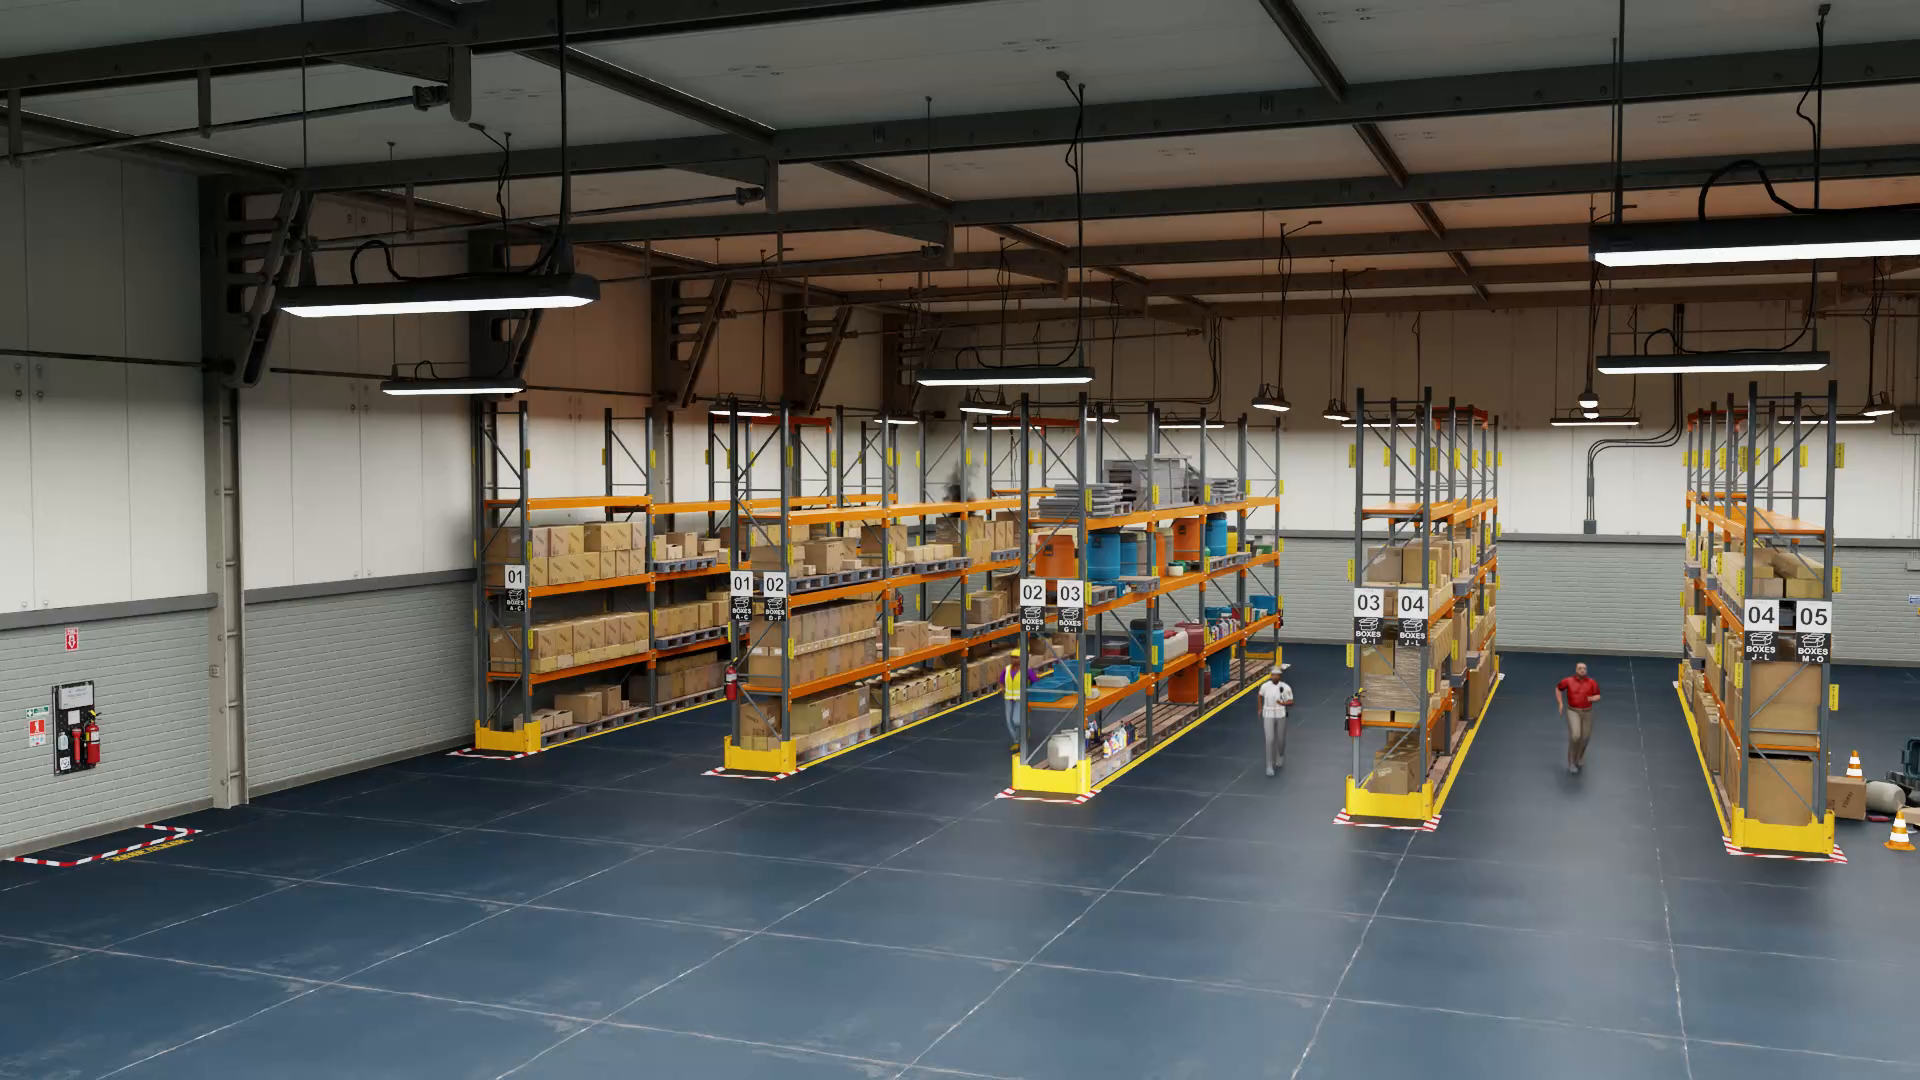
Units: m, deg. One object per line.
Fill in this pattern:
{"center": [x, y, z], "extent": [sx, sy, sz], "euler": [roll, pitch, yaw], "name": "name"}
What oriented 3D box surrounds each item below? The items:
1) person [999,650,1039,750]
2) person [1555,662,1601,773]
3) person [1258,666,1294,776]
{"center": [0.957, 2.750, 28.607], "extent": [0.698, 1.723, 0.579], "euler": [1, 3, 26], "name": "person"}
{"center": [9.948, 2.855, 26.698], "extent": [0.633, 1.794, 0.764], "euler": [0, 3, 4], "name": "person"}
{"center": [5.030, 2.841, 26.539], "extent": [0.572, 1.694, 0.916], "euler": [1, 3, 12], "name": "person"}
